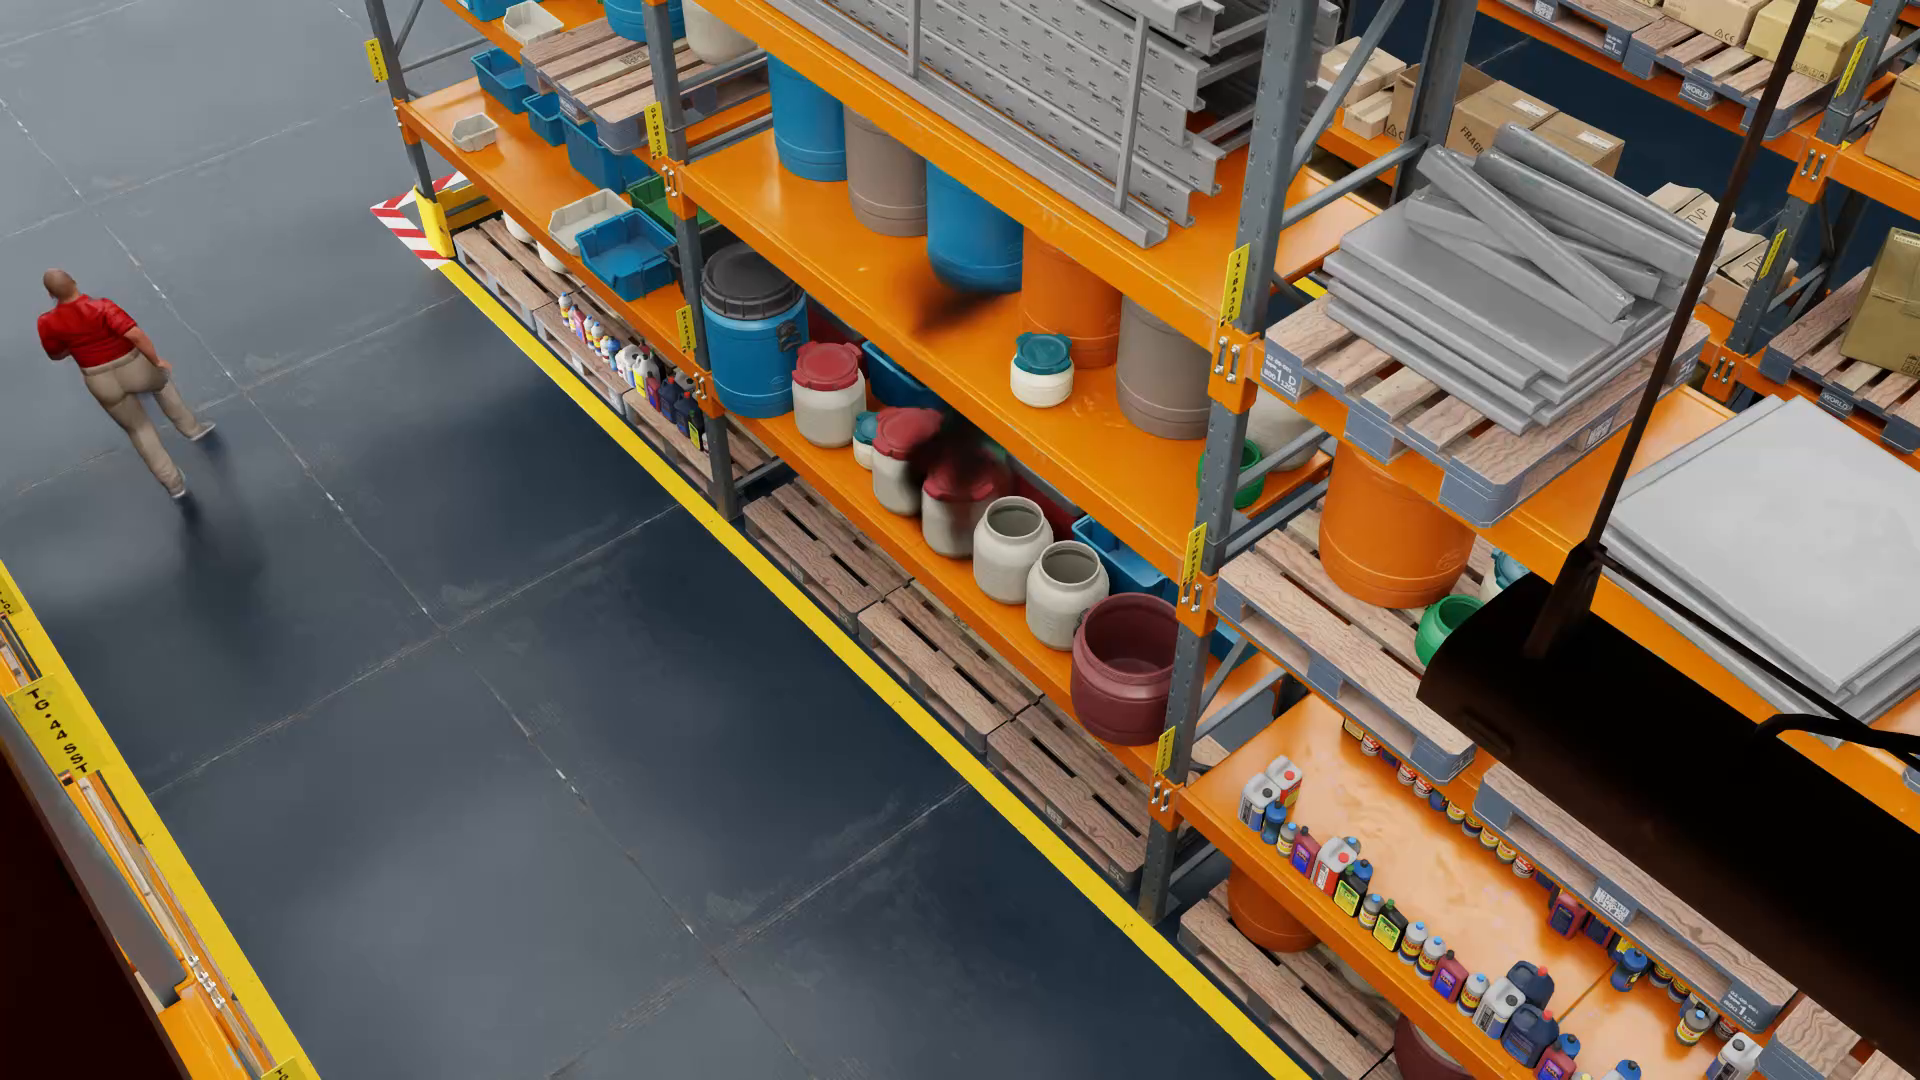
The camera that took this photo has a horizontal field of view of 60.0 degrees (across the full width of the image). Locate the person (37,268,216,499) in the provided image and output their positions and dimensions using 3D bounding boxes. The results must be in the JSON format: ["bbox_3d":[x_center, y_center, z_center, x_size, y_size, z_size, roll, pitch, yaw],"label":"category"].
[{"bbox_3d":[-5.428,-1.058,10.803,0.734,1.710,0.848,-20,50,-18],"label":"person"}]
